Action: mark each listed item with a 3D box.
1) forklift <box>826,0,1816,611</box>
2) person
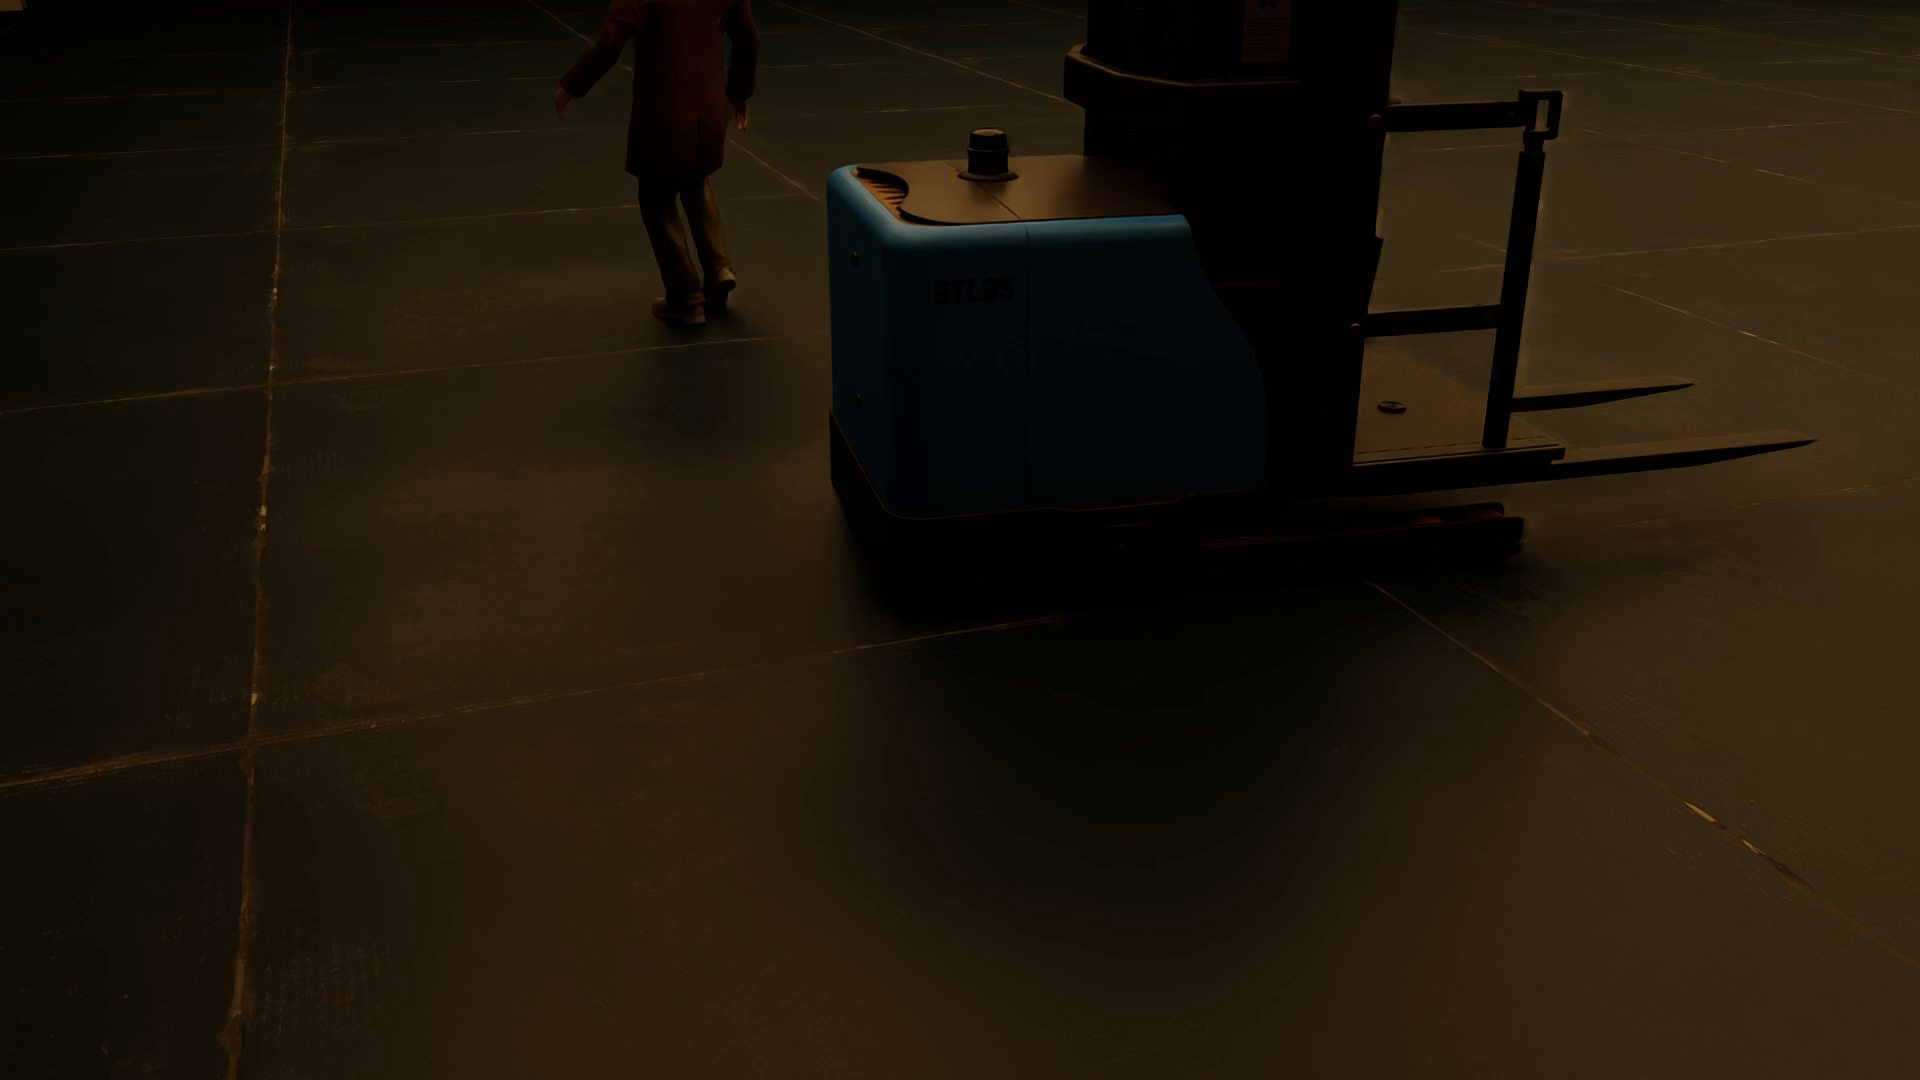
[{"bbox_3d":[1.162,-1.448,4.742,3.031,2.935,1.130,-5,23,-13],"label":"forklift"},{"bbox_3d":[-1.250,-1.794,7.139,0.917,1.792,0.486,-16,28,-34],"label":"person"}]
